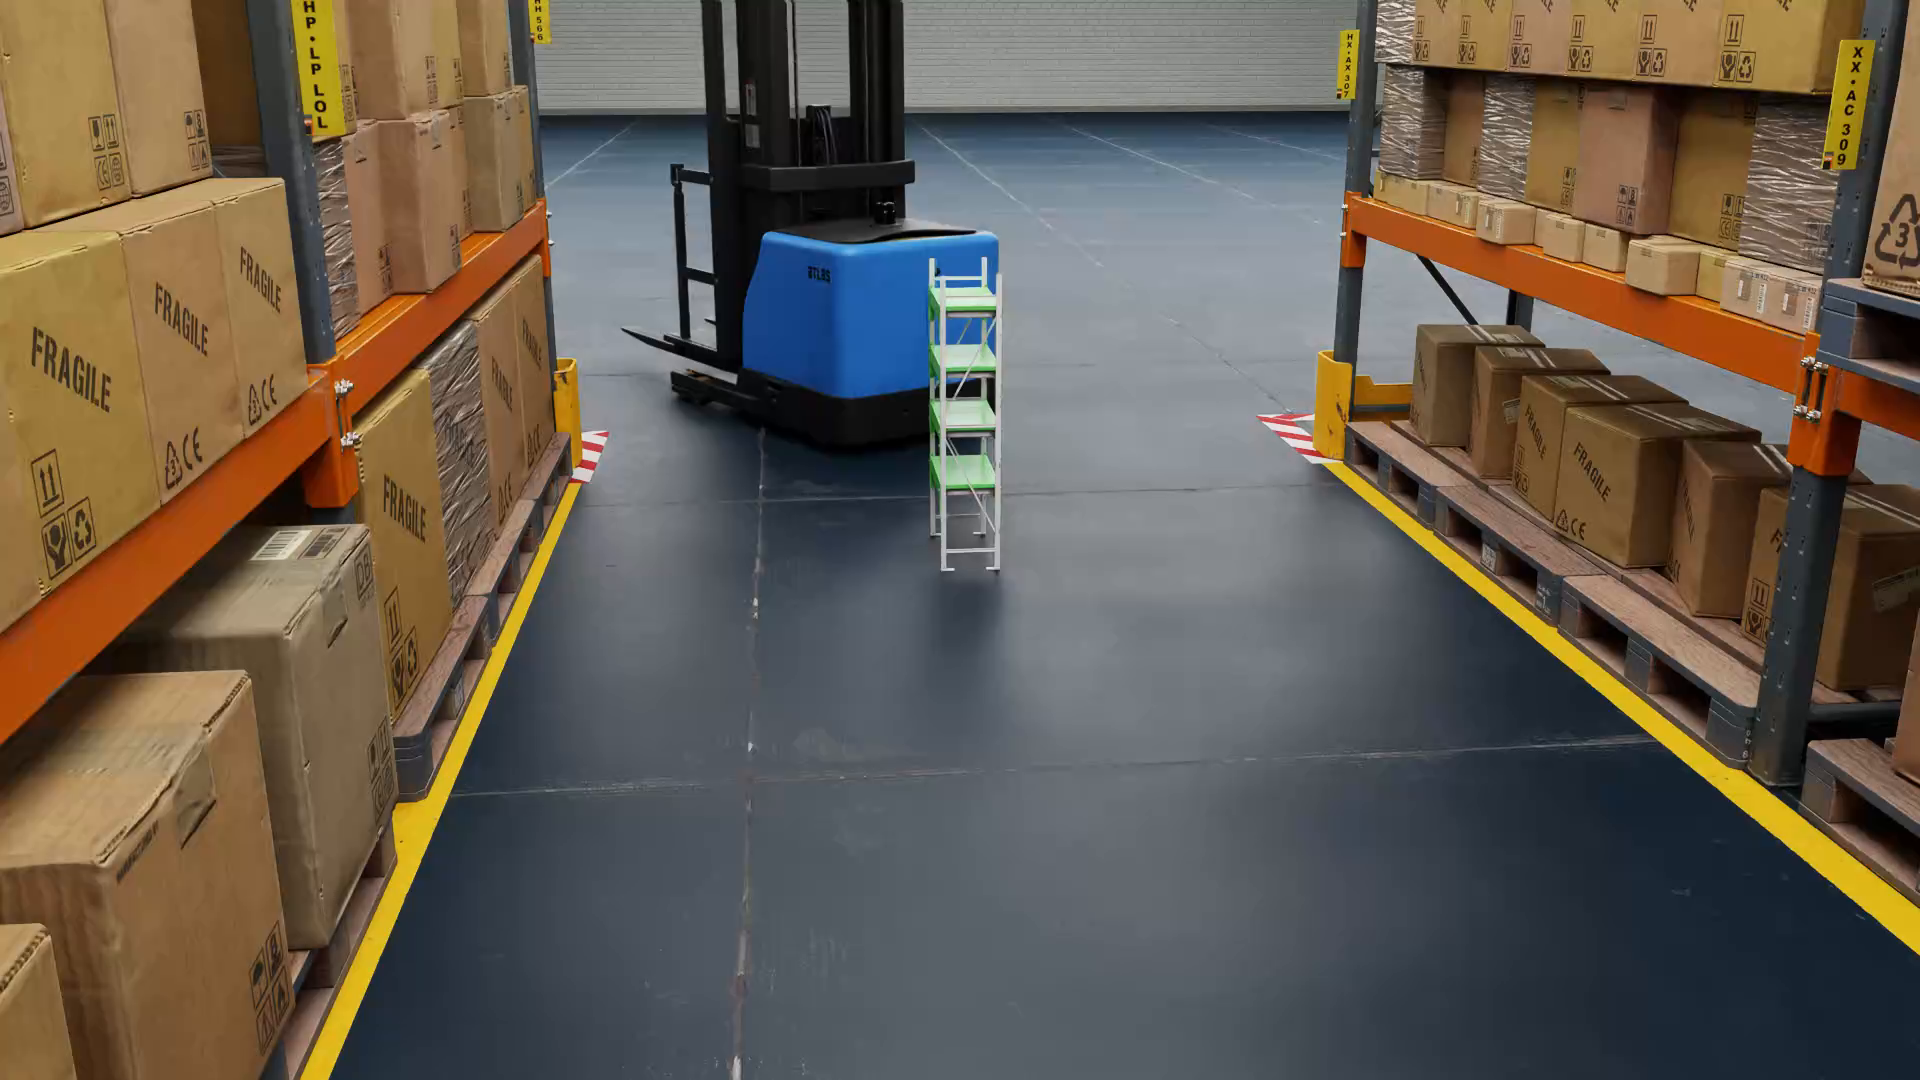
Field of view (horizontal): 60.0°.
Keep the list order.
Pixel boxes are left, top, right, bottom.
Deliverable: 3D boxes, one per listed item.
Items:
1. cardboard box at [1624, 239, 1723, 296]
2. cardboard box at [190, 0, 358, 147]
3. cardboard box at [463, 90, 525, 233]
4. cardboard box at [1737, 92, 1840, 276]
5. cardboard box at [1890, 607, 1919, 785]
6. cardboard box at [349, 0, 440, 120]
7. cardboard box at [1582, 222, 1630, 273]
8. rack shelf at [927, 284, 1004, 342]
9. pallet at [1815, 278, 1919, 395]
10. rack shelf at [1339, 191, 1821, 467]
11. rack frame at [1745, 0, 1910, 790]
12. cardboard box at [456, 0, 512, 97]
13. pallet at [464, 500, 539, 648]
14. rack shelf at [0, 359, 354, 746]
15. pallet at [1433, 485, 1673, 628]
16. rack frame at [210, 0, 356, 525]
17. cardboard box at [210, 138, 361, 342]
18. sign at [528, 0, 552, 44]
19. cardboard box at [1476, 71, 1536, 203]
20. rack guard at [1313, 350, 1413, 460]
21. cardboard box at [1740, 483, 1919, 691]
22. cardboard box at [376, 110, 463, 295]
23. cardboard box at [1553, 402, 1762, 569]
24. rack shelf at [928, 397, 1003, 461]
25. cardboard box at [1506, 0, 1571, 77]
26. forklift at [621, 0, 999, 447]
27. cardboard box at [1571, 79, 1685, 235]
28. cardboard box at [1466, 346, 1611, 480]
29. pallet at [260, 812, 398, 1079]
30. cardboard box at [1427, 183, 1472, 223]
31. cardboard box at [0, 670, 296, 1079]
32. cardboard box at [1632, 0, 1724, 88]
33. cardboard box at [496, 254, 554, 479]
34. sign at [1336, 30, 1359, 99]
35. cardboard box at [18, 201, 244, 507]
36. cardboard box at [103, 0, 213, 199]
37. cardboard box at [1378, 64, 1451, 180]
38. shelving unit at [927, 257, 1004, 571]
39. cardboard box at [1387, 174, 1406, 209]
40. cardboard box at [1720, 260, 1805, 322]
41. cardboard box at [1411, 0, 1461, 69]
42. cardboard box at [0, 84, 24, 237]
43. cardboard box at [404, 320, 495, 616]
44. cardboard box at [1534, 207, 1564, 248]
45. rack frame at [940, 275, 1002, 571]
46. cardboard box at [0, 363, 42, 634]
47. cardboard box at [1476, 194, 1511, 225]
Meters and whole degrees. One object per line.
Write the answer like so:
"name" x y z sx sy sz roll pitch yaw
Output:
"cardboard box" 2.417 -0.893 5.432 0.380 0.149 0.250 -2 18 -6
"cardboard box" -2.098 -1.310 4.289 0.875 0.550 0.550 -2 18 -6
"cardboard box" -2.345 -1.603 7.025 0.875 0.550 0.550 -2 18 -6
"cardboard box" 2.865 -1.061 4.885 0.875 0.500 0.500 -2 18 -6
"cardboard box" 2.892 0.431 4.235 0.700 0.500 0.500 -3 18 -10
"cardboard box" -2.189 -1.635 5.325 0.875 0.550 0.550 -2 18 -6
"cardboard box" 2.456 -1.044 5.915 0.380 0.149 0.250 -2 18 -6
"rack shelf" 0.017 -0.920 6.716 0.258 0.148 0.480 -2 18 -6
"pallet" 2.784 -0.412 3.801 1.003 0.211 1.213 -2 18 -6
"rack shelf" 2.644 -0.988 6.517 1.077 0.370 4.000 -2 18 -6
"rack frame" 2.850 -0.735 4.511 1.000 3.000 0.127 -2 18 -6
"cardboard box" -2.358 -2.118 6.862 0.875 0.550 0.550 -2 18 -6
"pallet" -2.223 0.125 6.427 1.003 0.211 1.213 -2 18 -6
"rack shelf" -1.887 0.327 2.329 1.077 0.370 4.000 -2 18 -6
"pallet" 2.617 0.032 6.723 1.003 0.211 1.213 -2 18 -6
"rack frame" -2.094 -0.612 4.119 1.000 3.000 0.127 -2 18 -6
"cardboard box" -2.144 -0.793 4.446 0.875 0.550 0.550 -2 18 -6
"sign" -1.965 -2.482 7.747 0.100 0.325 0.005 -2 18 -6
"cardboard box" 2.647 -1.656 6.782 0.875 0.500 0.500 -2 18 -6
"rack guard" 2.445 -0.712 8.610 1.175 0.500 0.348 -2 18 -6
"cardboard box" 2.849 0.137 5.207 0.500 0.500 0.500 -2 18 -7
"cardboard box" -2.162 -1.121 5.490 0.875 0.550 0.550 -2 18 -6
"cardboard box" 2.640 -0.216 6.331 0.500 0.500 0.500 -3 18 -11
"rack shelf" 0.017 -0.462 6.859 0.258 0.148 0.480 -2 18 -6
"cardboard box" 2.378 -1.975 6.126 0.500 0.500 0.500 -2 18 -6
"forklift" -1.052 -2.262 9.489 1.130 2.935 3.031 -12 21 -34
"cardboard box" 2.697 -1.357 5.828 0.875 0.500 0.500 -2 18 -6
"cardboard box" 2.581 -0.571 7.461 0.500 0.500 0.500 3 18 9
"pallet" -1.939 0.946 3.812 1.003 0.211 1.213 -2 18 -6
"cardboard box" 2.294 -1.491 7.338 0.380 0.149 0.250 -2 18 -6
"cardboard box" -1.845 0.730 2.897 1.050 0.750 0.750 -2 18 -6
"cardboard box" 2.477 -1.676 5.177 0.500 0.500 0.500 -2 18 -6
"cardboard box" -2.371 -0.791 7.534 0.875 0.875 0.875 -2 18 -5
"sign" 1.898 -2.323 8.124 0.100 0.325 0.005 -2 18 -6
"cardboard box" -1.722 -0.362 3.156 0.500 0.500 0.500 -2 18 -6
"cardboard box" -2.037 -0.989 3.484 0.700 0.500 0.500 -2 18 -7
"cardboard box" 2.467 -1.952 7.723 0.875 0.500 0.500 -2 18 -6
"shelving unit" 0.017 -0.523 6.840 0.258 1.200 0.503 -2 18 -6
"cardboard box" 2.237 -1.640 7.812 0.380 0.149 0.250 -2 18 -6
"cardboard box" 2.519 -0.745 4.962 0.380 0.149 0.250 -2 18 -6
"cardboard box" 2.268 -2.272 7.074 0.500 0.500 0.500 -2 18 -6
"cardboard box" -1.930 -0.685 2.516 0.700 0.500 0.500 -2 18 -5
"cardboard box" -2.186 -0.257 5.833 0.875 0.875 0.875 -2 18 -5
"cardboard box" 2.446 -1.195 6.394 0.380 0.149 0.250 -2 18 -6
"rack frame" 0.042 -0.450 6.609 0.240 1.200 0.015 -2 18 -6
"cardboard box" -1.615 -0.060 2.195 0.500 0.500 0.500 -2 18 -6
"cardboard box" 2.365 -1.343 6.866 0.380 0.149 0.250 -2 18 -6
